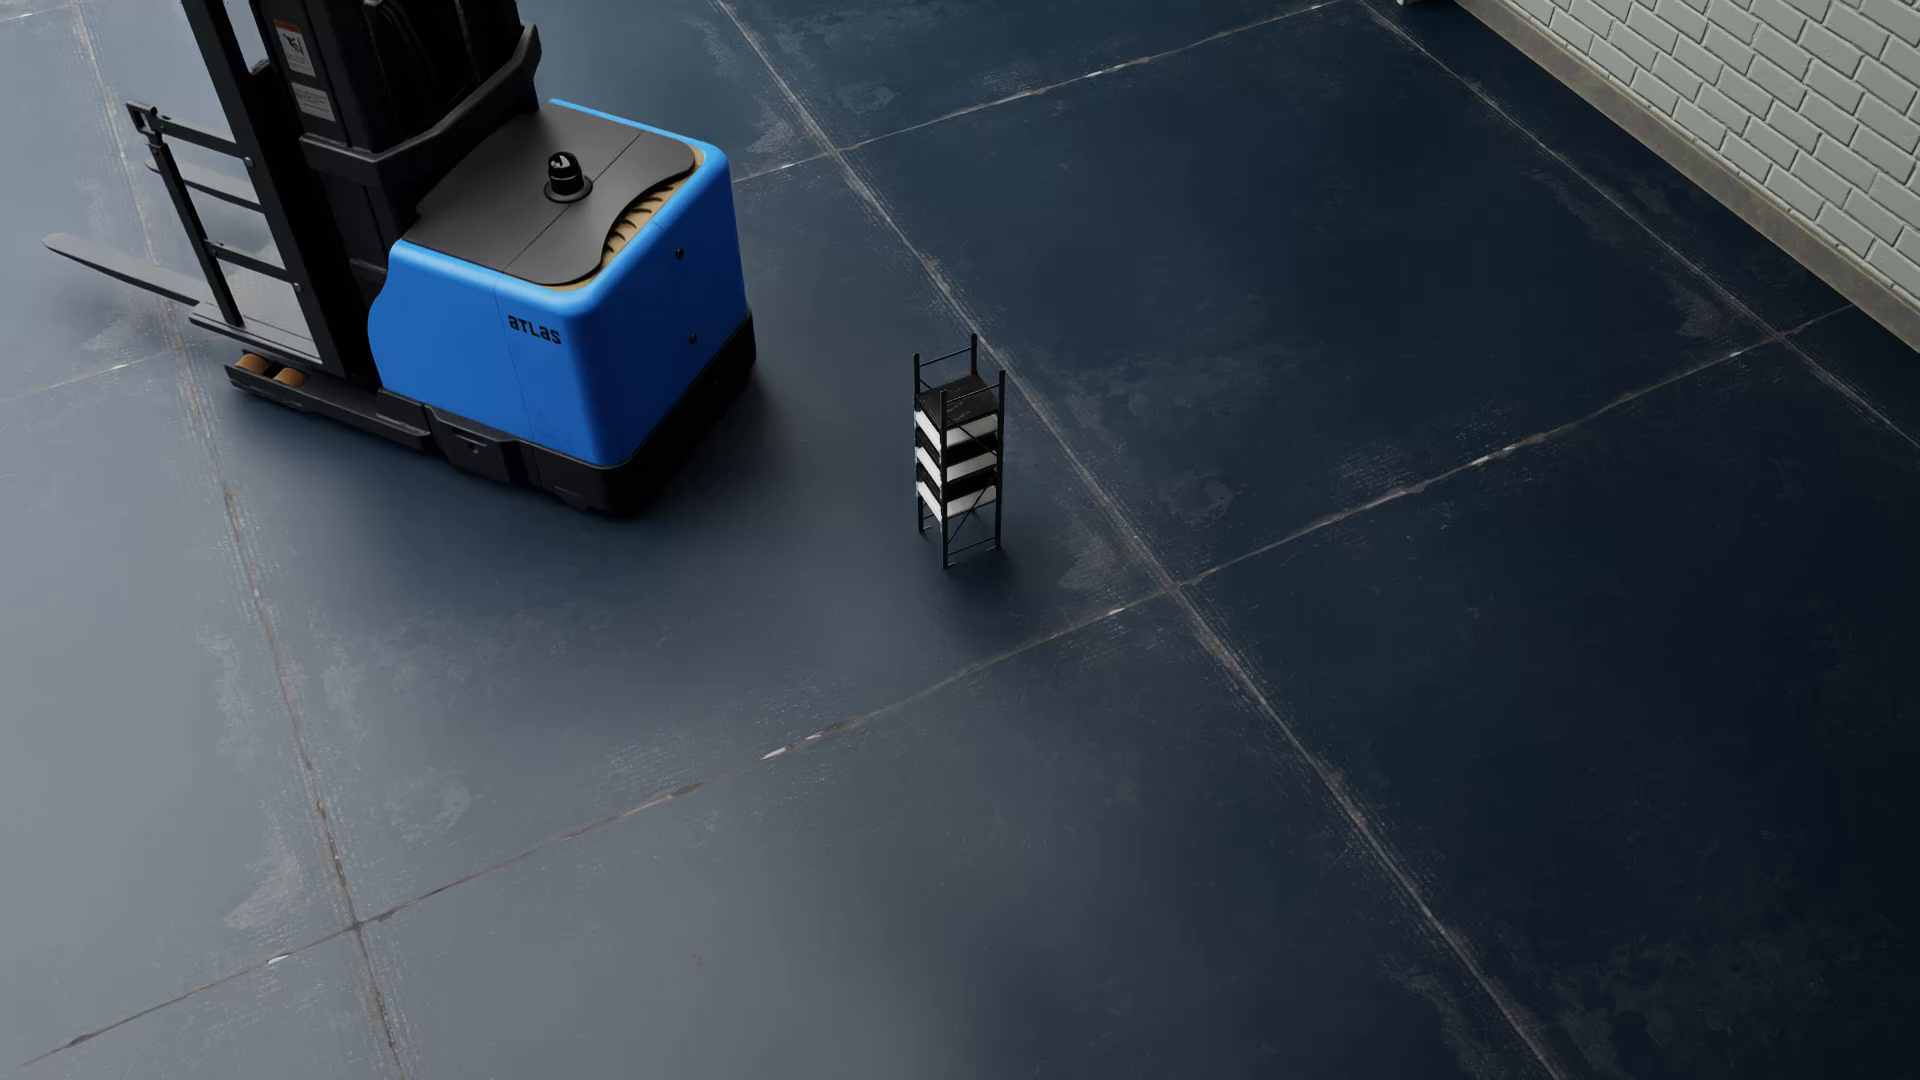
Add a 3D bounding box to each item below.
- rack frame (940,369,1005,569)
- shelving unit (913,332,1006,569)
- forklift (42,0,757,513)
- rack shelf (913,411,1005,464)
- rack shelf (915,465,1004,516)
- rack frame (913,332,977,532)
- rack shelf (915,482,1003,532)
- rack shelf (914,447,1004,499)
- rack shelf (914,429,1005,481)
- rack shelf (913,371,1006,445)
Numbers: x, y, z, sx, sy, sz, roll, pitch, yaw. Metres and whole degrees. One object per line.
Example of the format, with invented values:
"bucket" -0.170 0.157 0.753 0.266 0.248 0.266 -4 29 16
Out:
"rack frame" 0.043 -0.234 5.857 0.240 0.900 0.006 -21 52 -18
"shelving unit" -0.004 -0.302 5.916 0.258 0.900 0.210 -21 52 -18
"forklift" -2.392 -1.833 5.906 3.031 2.935 1.130 19 52 16
"rack shelf" -0.004 -0.398 5.806 0.258 0.077 0.200 -21 52 -18
"rack shelf" -0.004 -0.220 6.009 0.258 0.077 0.200 -21 52 -18
"rack frame" -0.050 -0.370 5.976 0.240 0.900 0.006 -21 52 -18
"rack shelf" -0.004 -0.161 6.077 0.258 0.077 0.200 -21 52 -18
"rack shelf" -0.004 -0.280 5.941 0.258 0.077 0.200 -21 52 -18
"rack shelf" -0.004 -0.339 5.873 0.258 0.077 0.200 -21 52 -18
"rack shelf" -0.004 -0.458 5.738 0.258 0.077 0.200 -21 52 -18
